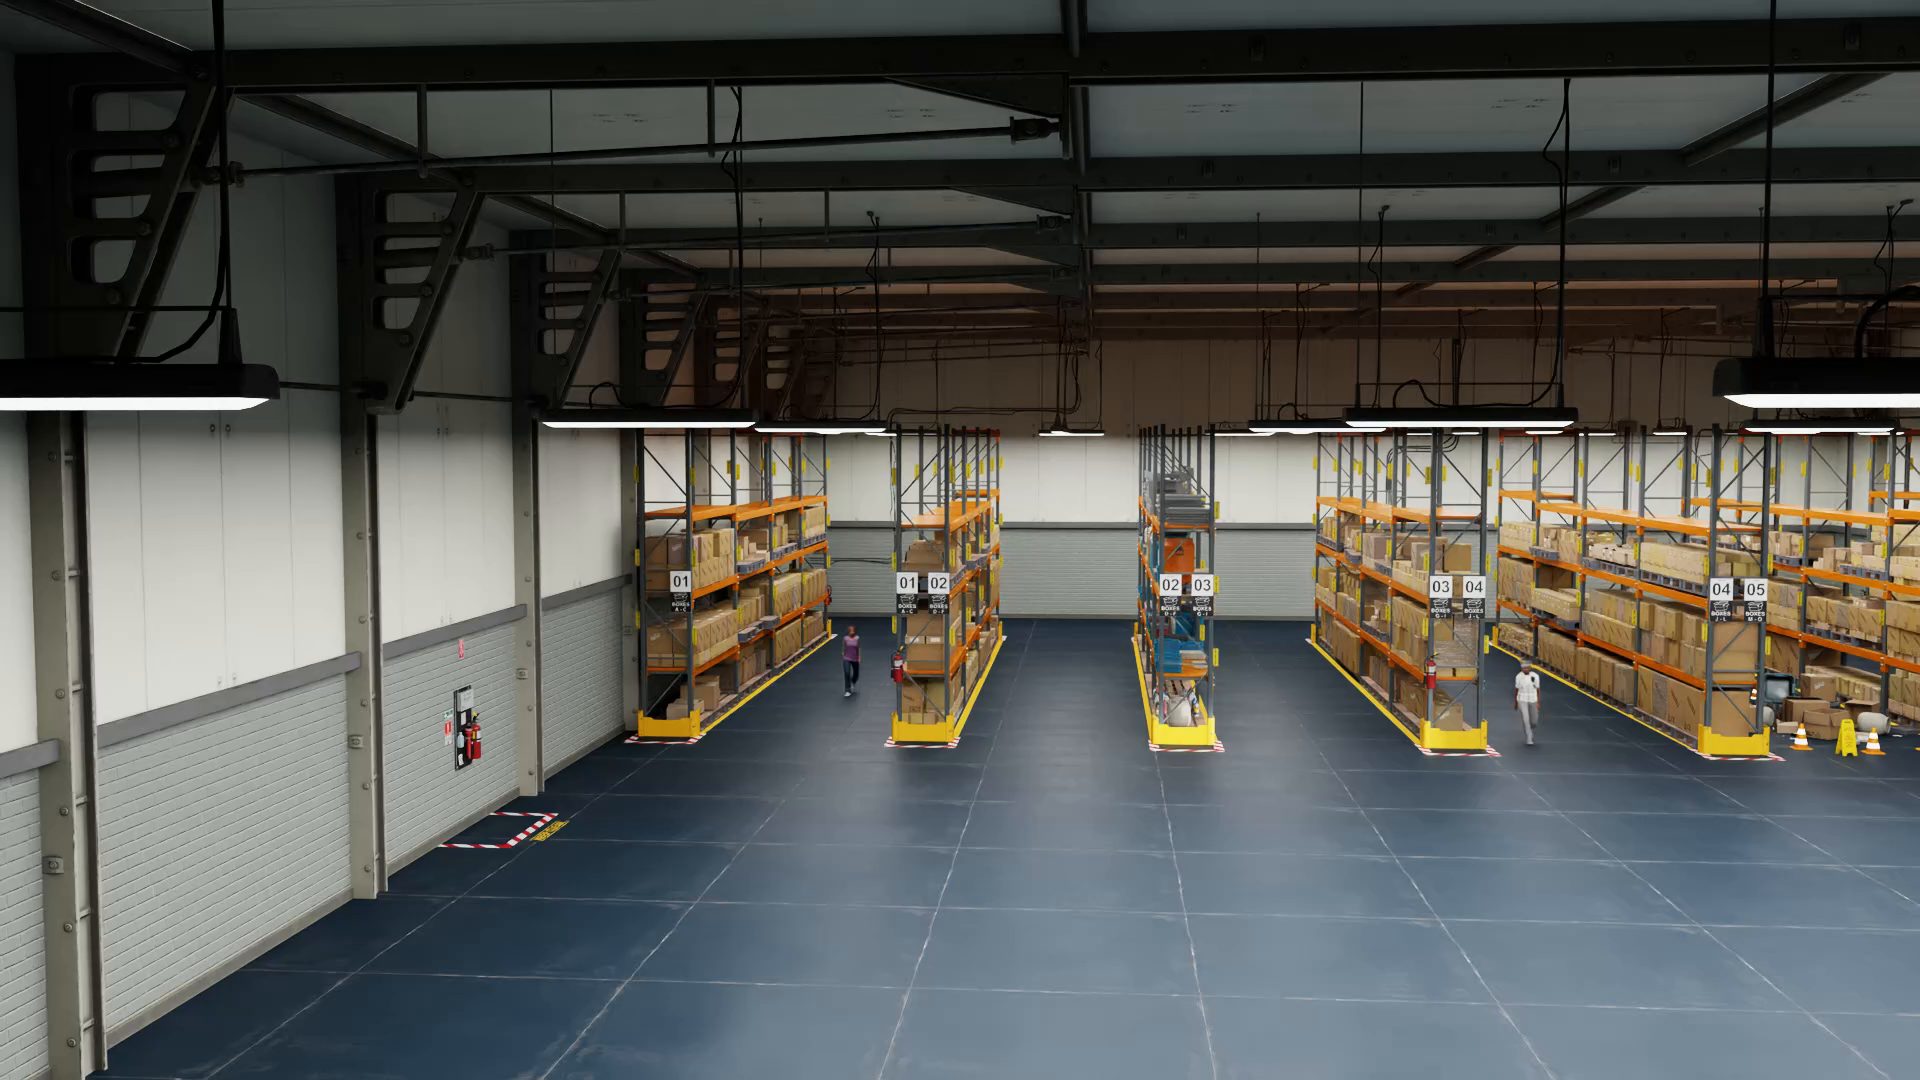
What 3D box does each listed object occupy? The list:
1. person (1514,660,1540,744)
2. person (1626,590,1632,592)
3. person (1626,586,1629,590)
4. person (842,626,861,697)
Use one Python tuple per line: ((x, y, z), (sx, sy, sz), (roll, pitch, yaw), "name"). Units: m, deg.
((10.709, 3.033, 31.364), (0.434, 1.531, 0.936), (1, 4, 10), "person")
((18.091, 2.154, 45.047), (0.479, 1.605, 0.952), (-2, 4, -28), "person")
((19.099, 2.013, 47.594), (0.752, 1.603, 0.484), (-1, 4, -14), "person")
((-2.436, 2.678, 37.242), (0.430, 1.546, 0.912), (-1, 4, -12), "person")
